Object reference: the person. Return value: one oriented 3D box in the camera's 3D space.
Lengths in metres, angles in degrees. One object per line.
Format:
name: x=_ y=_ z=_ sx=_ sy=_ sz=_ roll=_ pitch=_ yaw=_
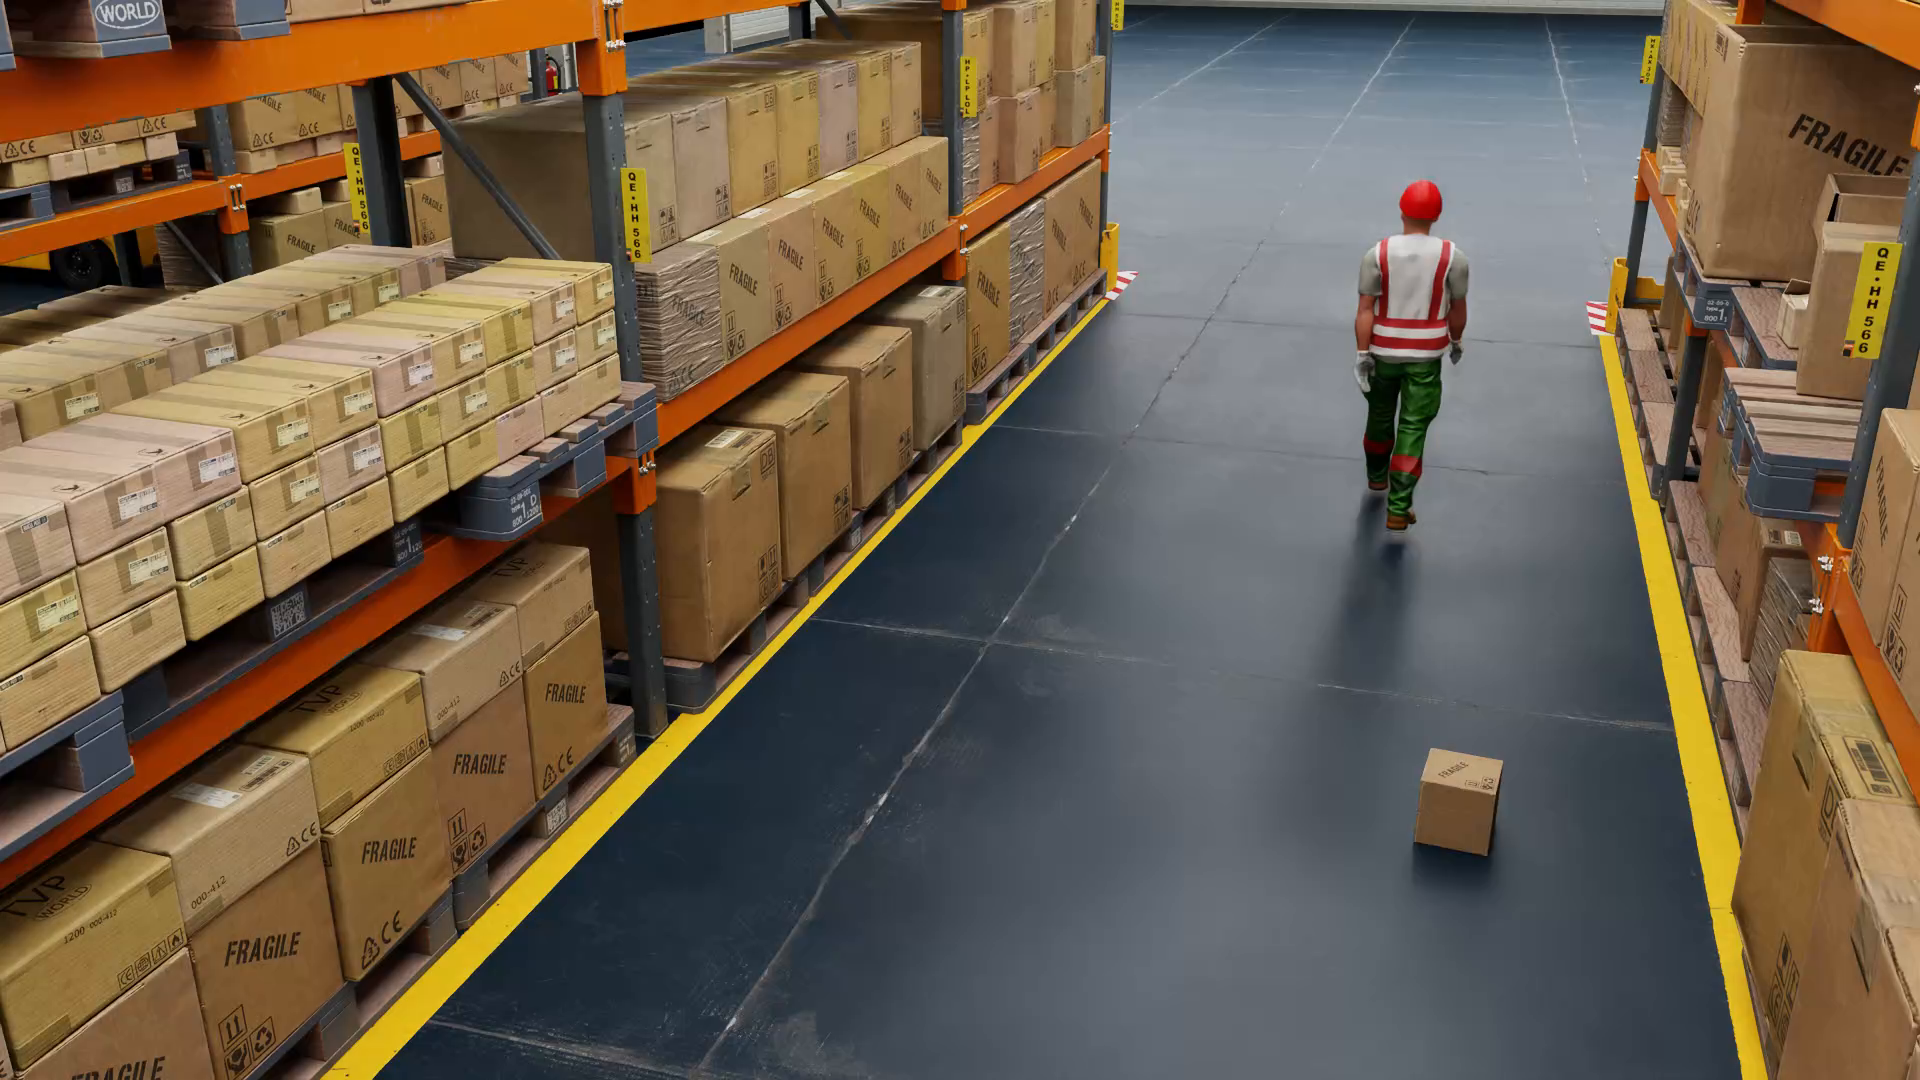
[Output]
person: x=2.304 y=-0.987 z=8.530 sx=0.534 sy=1.742 sz=1.027 roll=8 pitch=23 yaw=19
